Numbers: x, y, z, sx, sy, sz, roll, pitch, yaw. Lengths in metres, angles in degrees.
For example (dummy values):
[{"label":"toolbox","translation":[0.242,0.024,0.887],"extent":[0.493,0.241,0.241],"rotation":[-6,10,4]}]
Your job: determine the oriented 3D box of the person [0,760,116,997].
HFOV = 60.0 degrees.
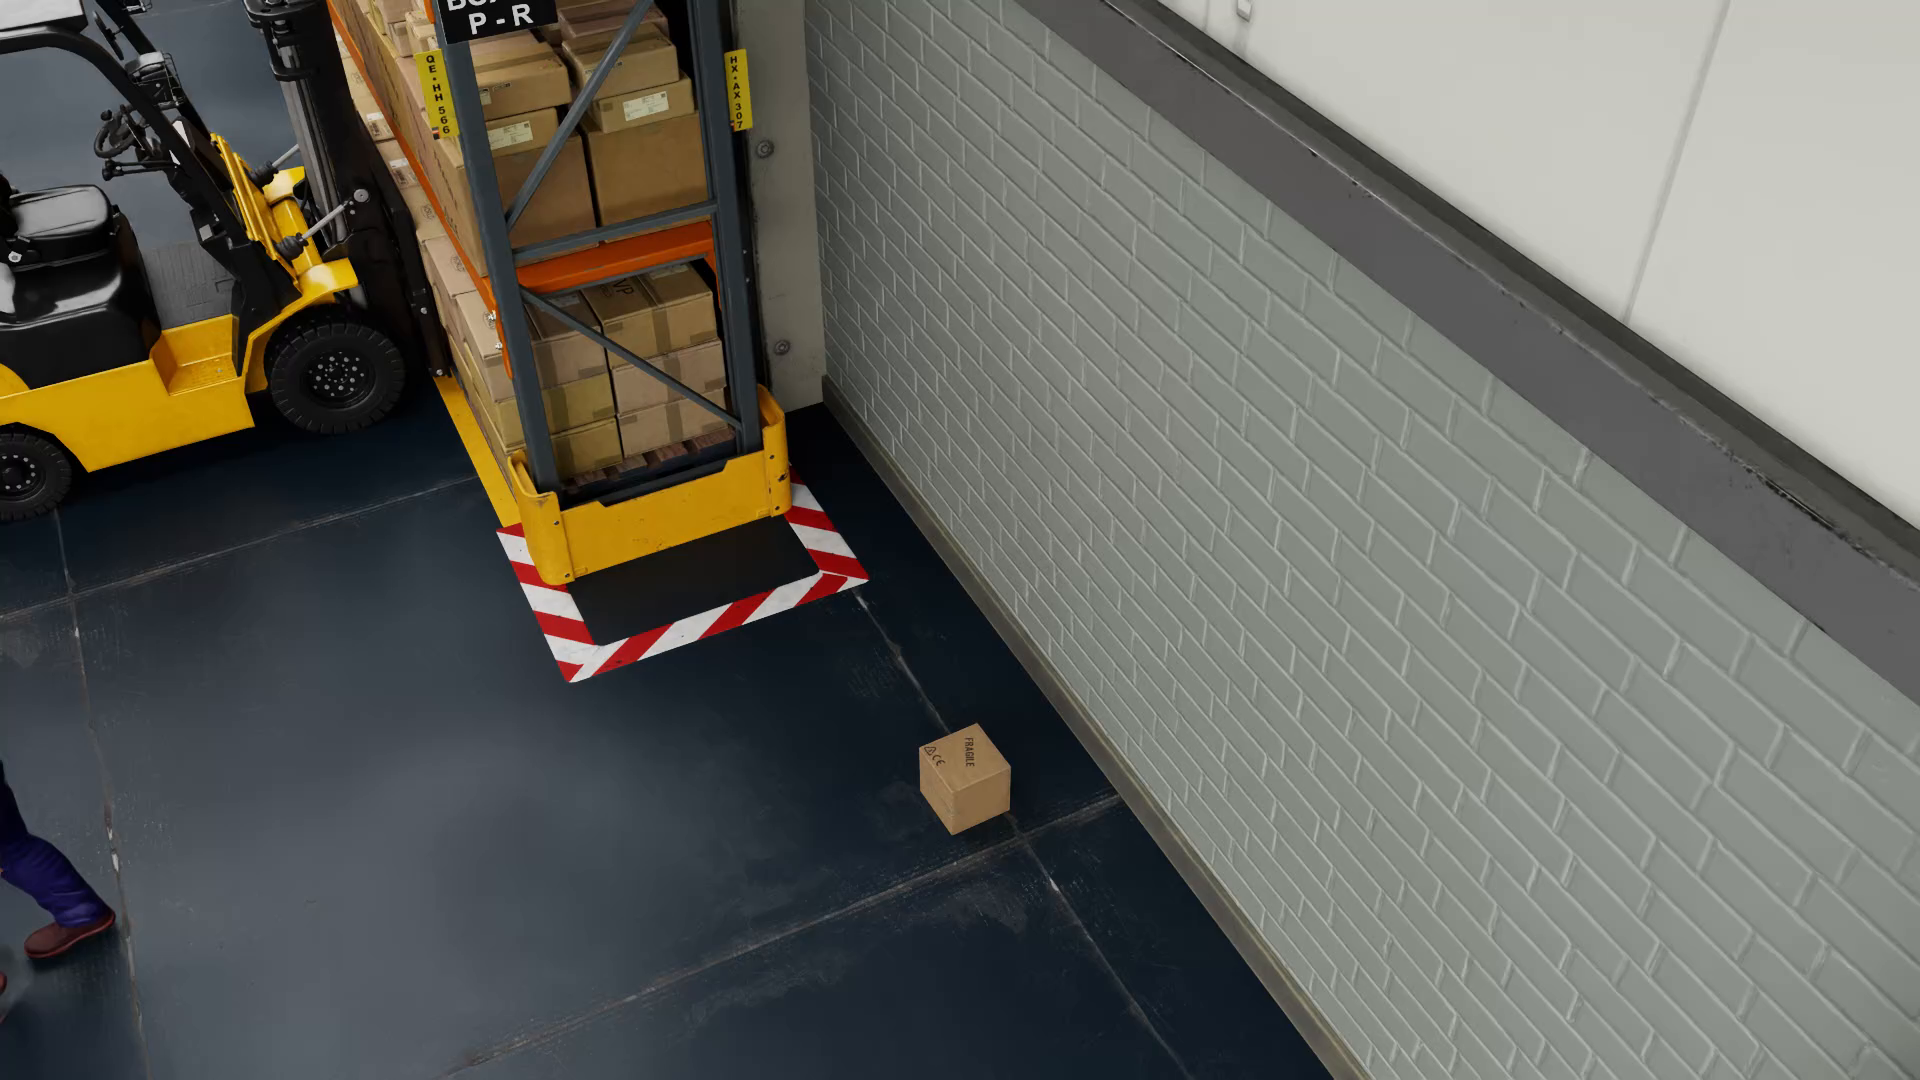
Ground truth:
[{"label":"person","translation":[-3.215,0.872,5.215],"extent":[0.605,1.718,0.514],"rotation":[-18,44,-19]}]
